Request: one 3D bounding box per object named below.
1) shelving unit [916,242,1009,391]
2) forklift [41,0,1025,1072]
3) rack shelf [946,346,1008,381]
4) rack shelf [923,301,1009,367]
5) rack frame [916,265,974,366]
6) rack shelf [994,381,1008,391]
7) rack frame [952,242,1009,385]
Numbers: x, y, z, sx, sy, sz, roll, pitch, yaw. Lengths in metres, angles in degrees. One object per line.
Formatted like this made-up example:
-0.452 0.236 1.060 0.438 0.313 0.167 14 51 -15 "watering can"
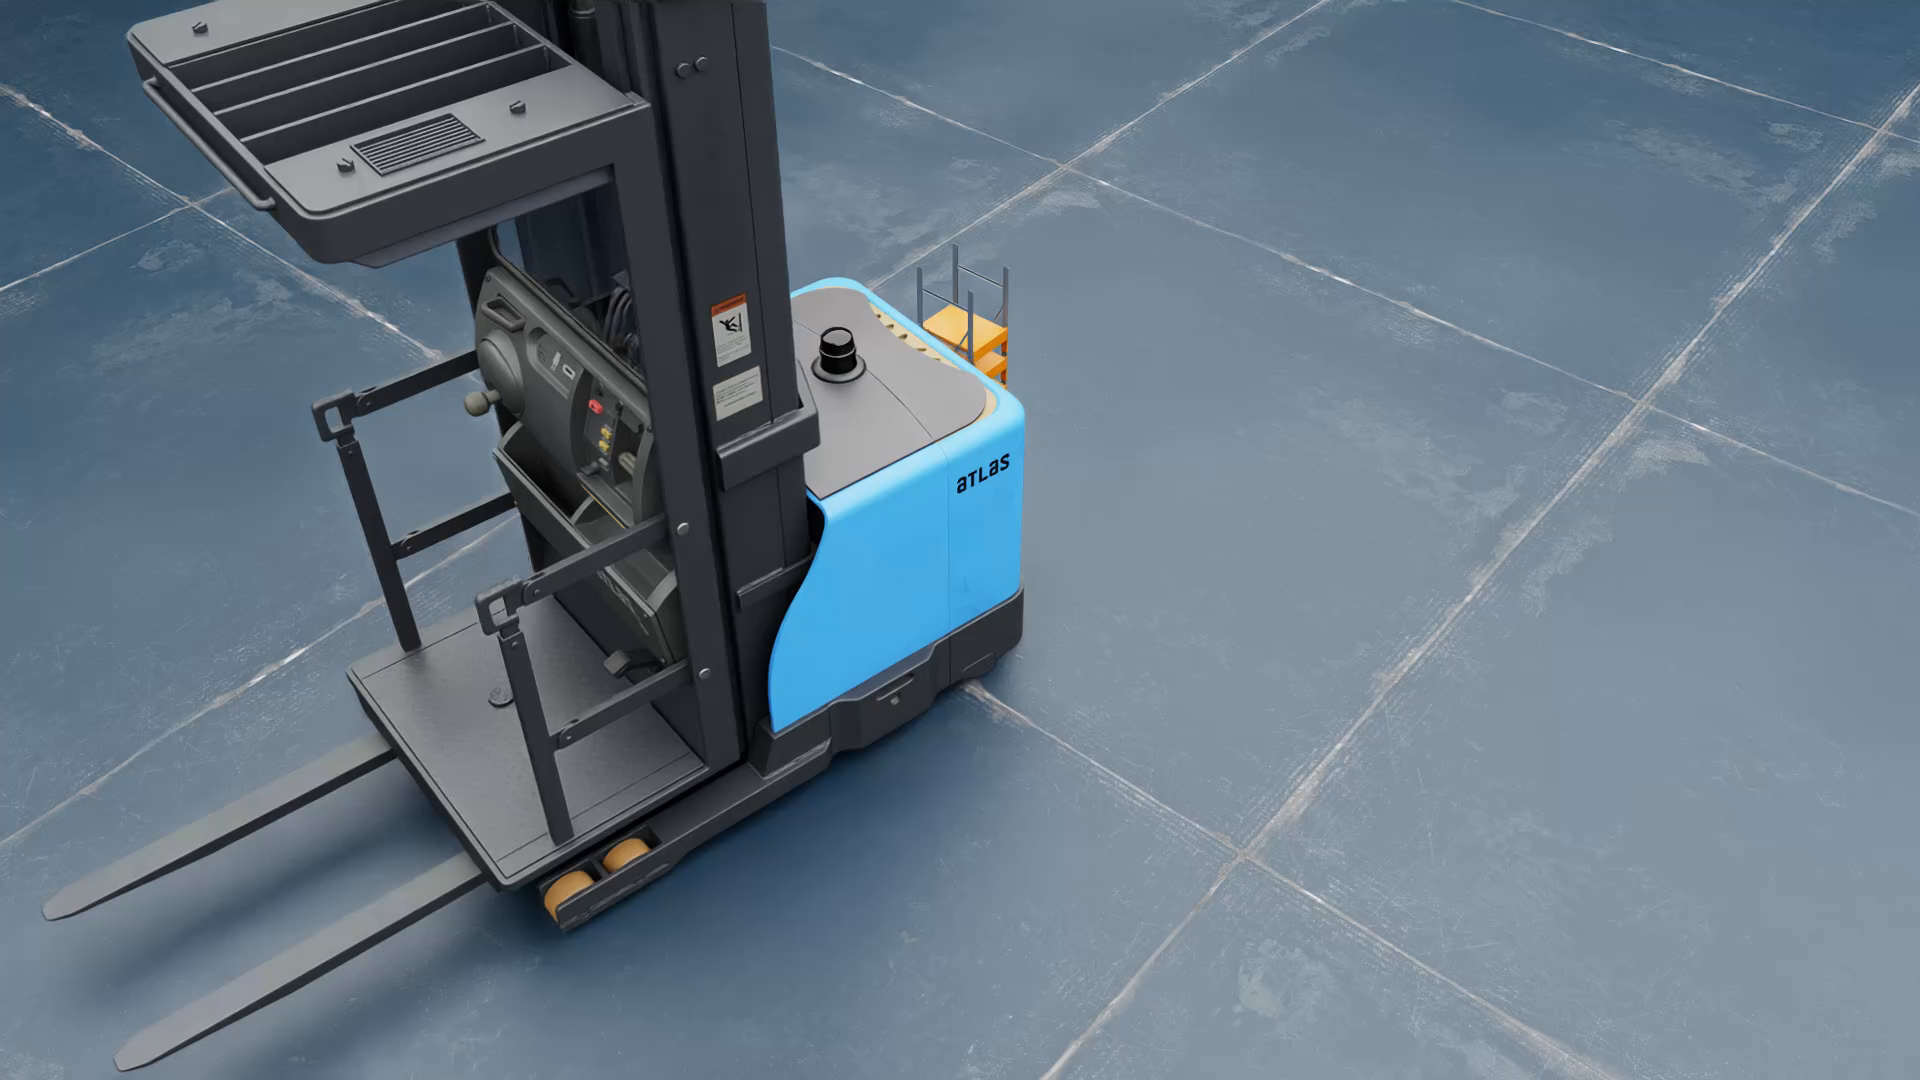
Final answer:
0.009 -0.451 5.855 0.258 1.200 0.189 29 50 28 "shelving unit"
-1.246 -0.333 4.438 3.031 2.935 1.130 -29 49 -28 "forklift"
0.009 -0.596 5.723 0.258 0.103 0.180 29 50 28 "rack shelf"
0.009 -0.685 5.642 0.258 0.103 0.180 29 50 28 "rack shelf"
-0.050 -0.404 5.803 0.240 1.200 0.006 29 50 28 "rack frame"
0.009 -0.507 5.804 0.258 0.103 0.180 29 50 28 "rack shelf"
0.068 -0.498 5.906 0.240 1.200 0.006 29 50 28 "rack frame"
